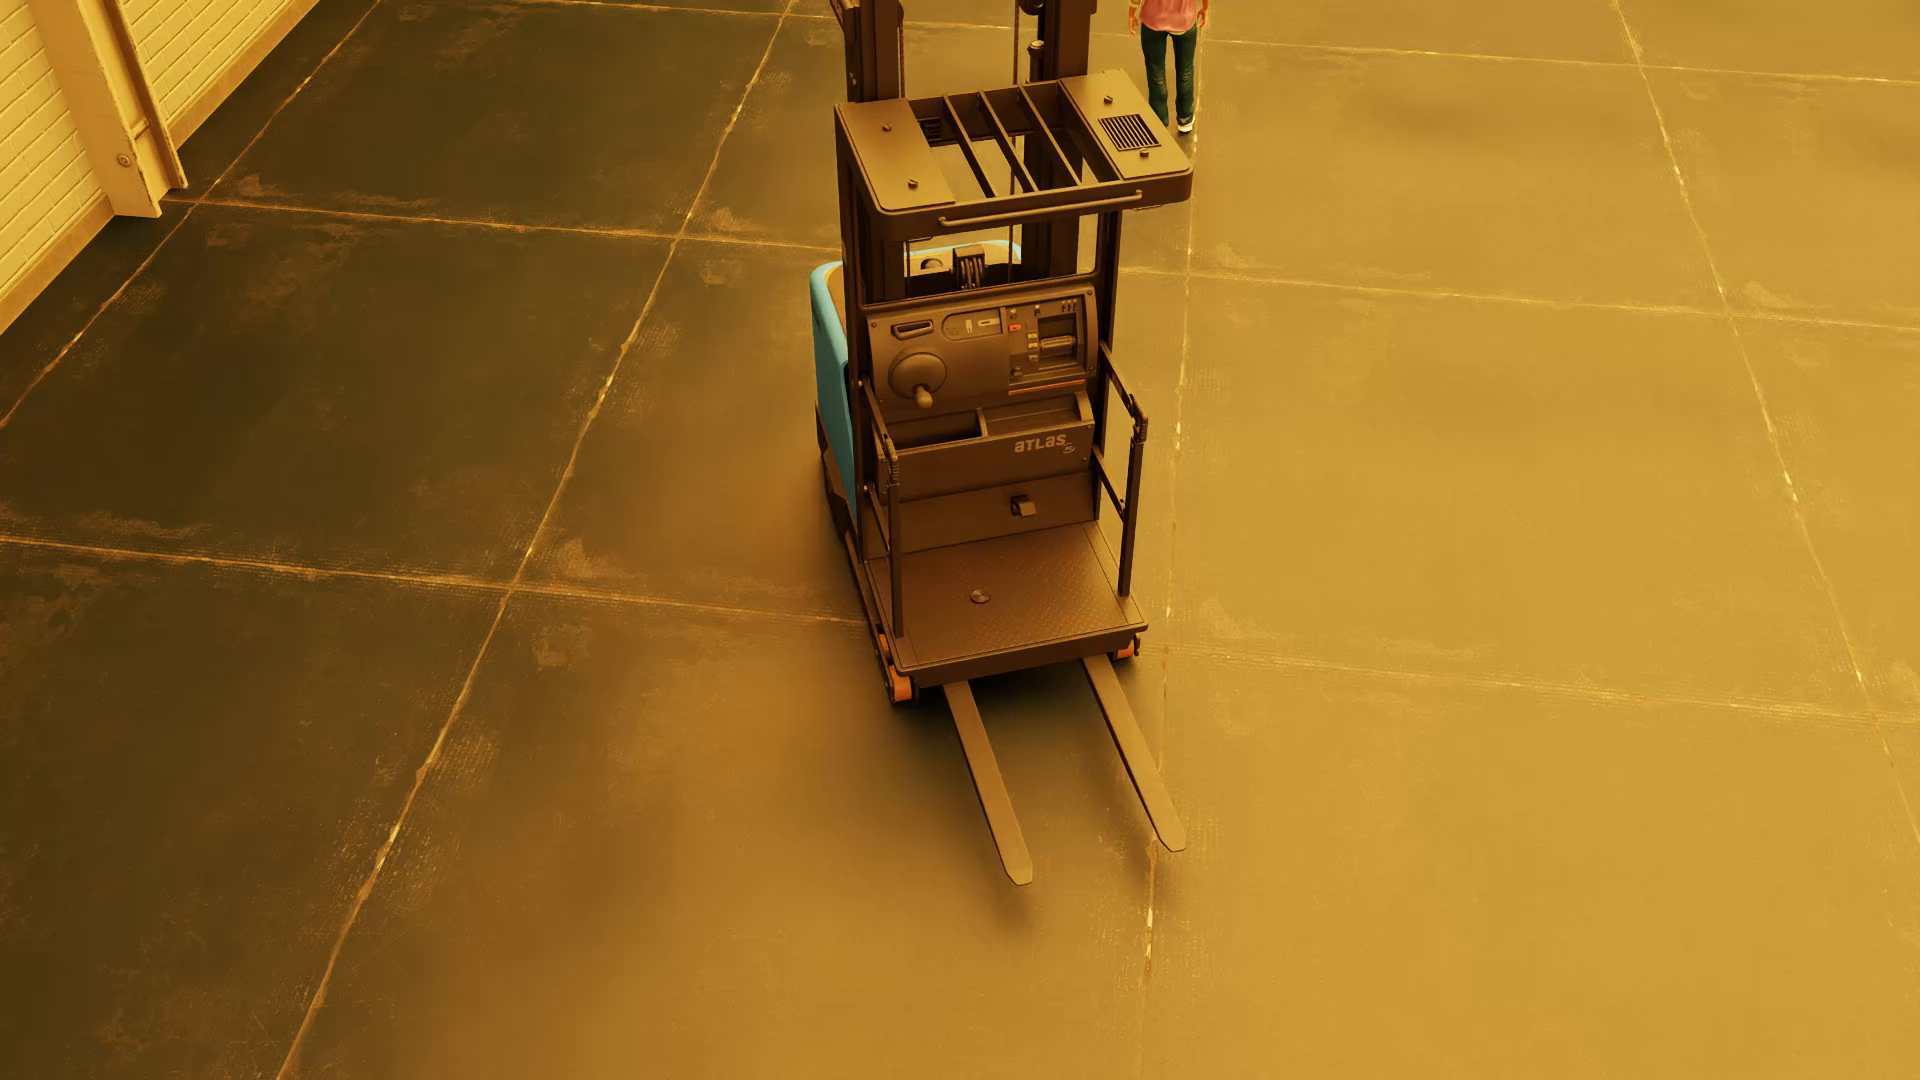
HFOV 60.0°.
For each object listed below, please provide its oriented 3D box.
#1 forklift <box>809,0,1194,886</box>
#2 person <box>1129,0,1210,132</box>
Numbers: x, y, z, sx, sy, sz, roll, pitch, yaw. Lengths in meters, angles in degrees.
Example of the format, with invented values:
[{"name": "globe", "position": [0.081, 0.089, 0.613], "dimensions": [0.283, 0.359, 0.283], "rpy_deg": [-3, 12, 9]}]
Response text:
[{"name": "forklift", "position": [0.153, -0.681, 6.465], "dimensions": [1.130, 2.935, 3.031], "rpy_deg": [-10, 44, -11]}, {"name": "person", "position": [1.278, -3.220, 10.204], "dimensions": [0.520, 1.596, 0.475], "rpy_deg": [-2, 43, -2]}]
